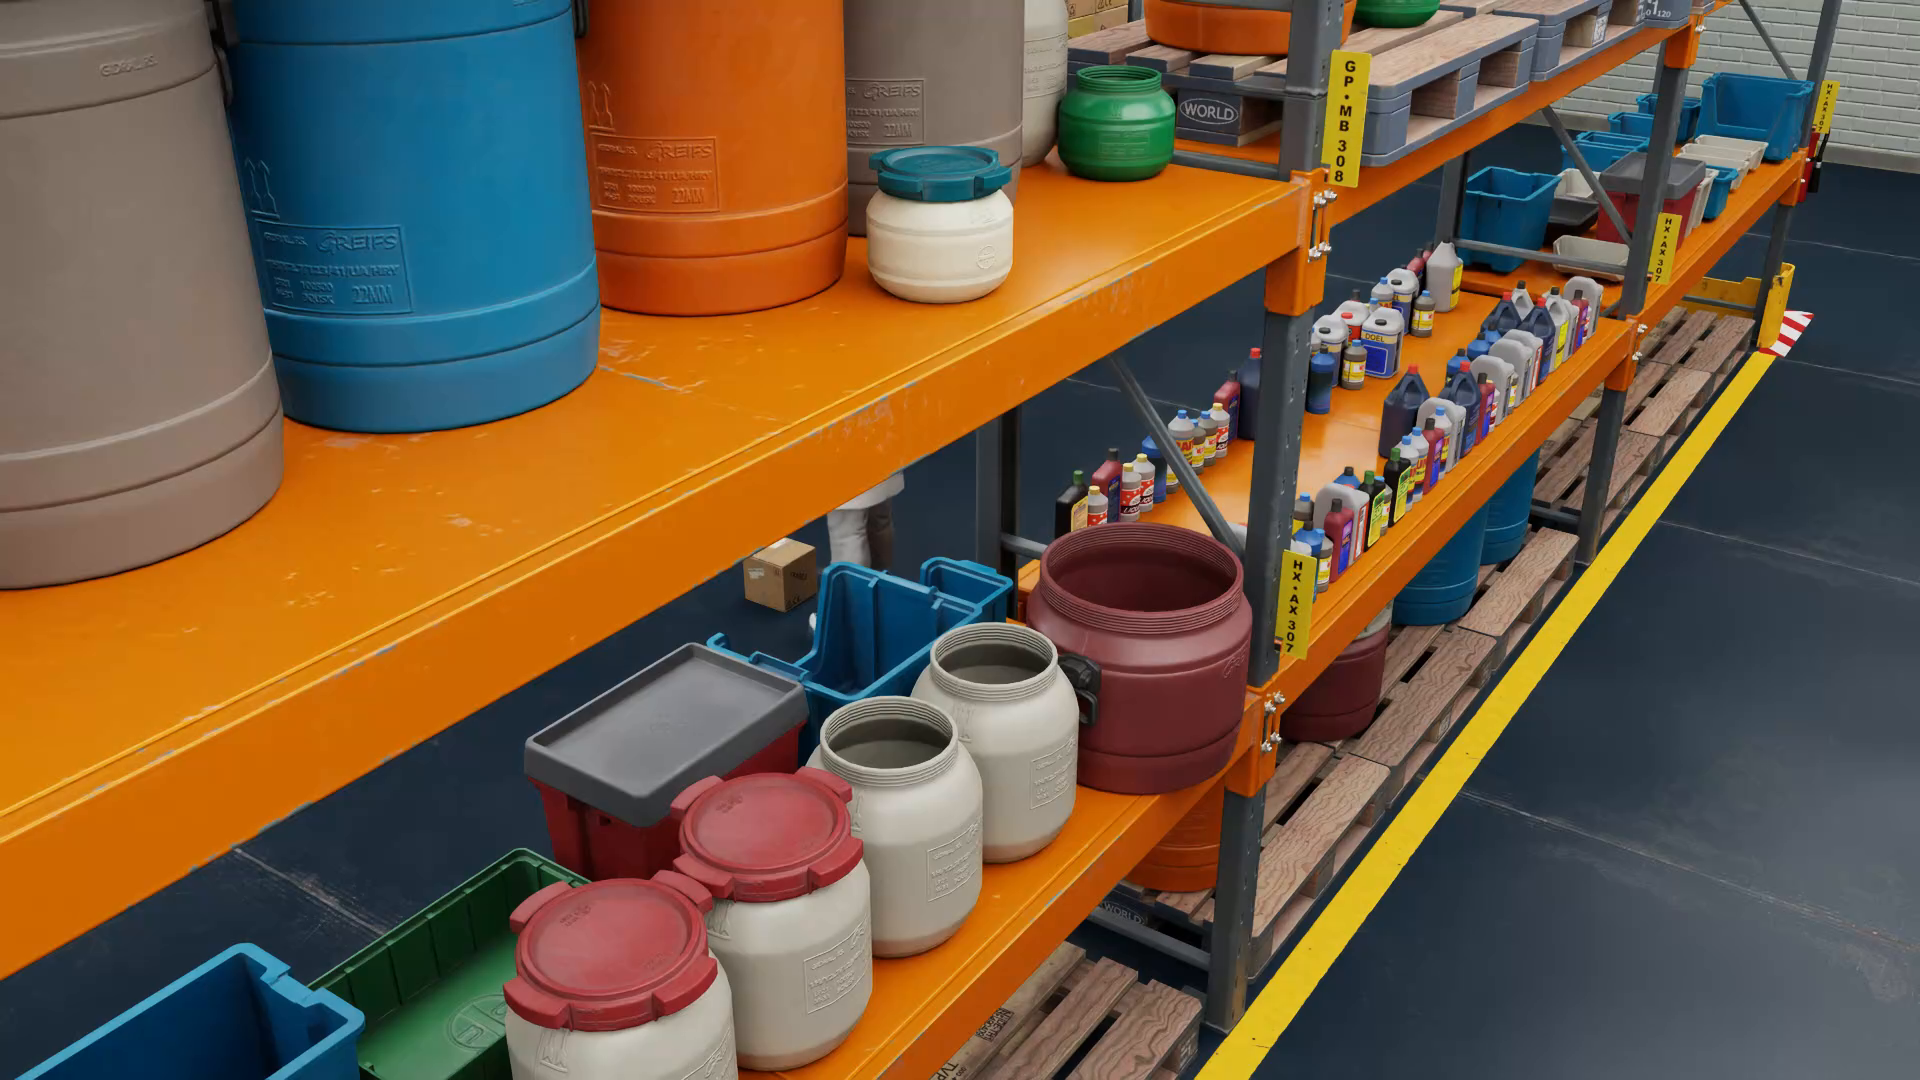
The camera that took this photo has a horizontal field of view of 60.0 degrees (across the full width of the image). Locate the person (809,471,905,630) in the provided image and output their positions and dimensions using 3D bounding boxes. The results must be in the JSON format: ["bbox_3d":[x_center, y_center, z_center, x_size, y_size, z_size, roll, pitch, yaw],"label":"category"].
[{"bbox_3d":[-0.481,-0.415,7.445,0.509,1.797,0.636,21,33,35],"label":"person"}]
